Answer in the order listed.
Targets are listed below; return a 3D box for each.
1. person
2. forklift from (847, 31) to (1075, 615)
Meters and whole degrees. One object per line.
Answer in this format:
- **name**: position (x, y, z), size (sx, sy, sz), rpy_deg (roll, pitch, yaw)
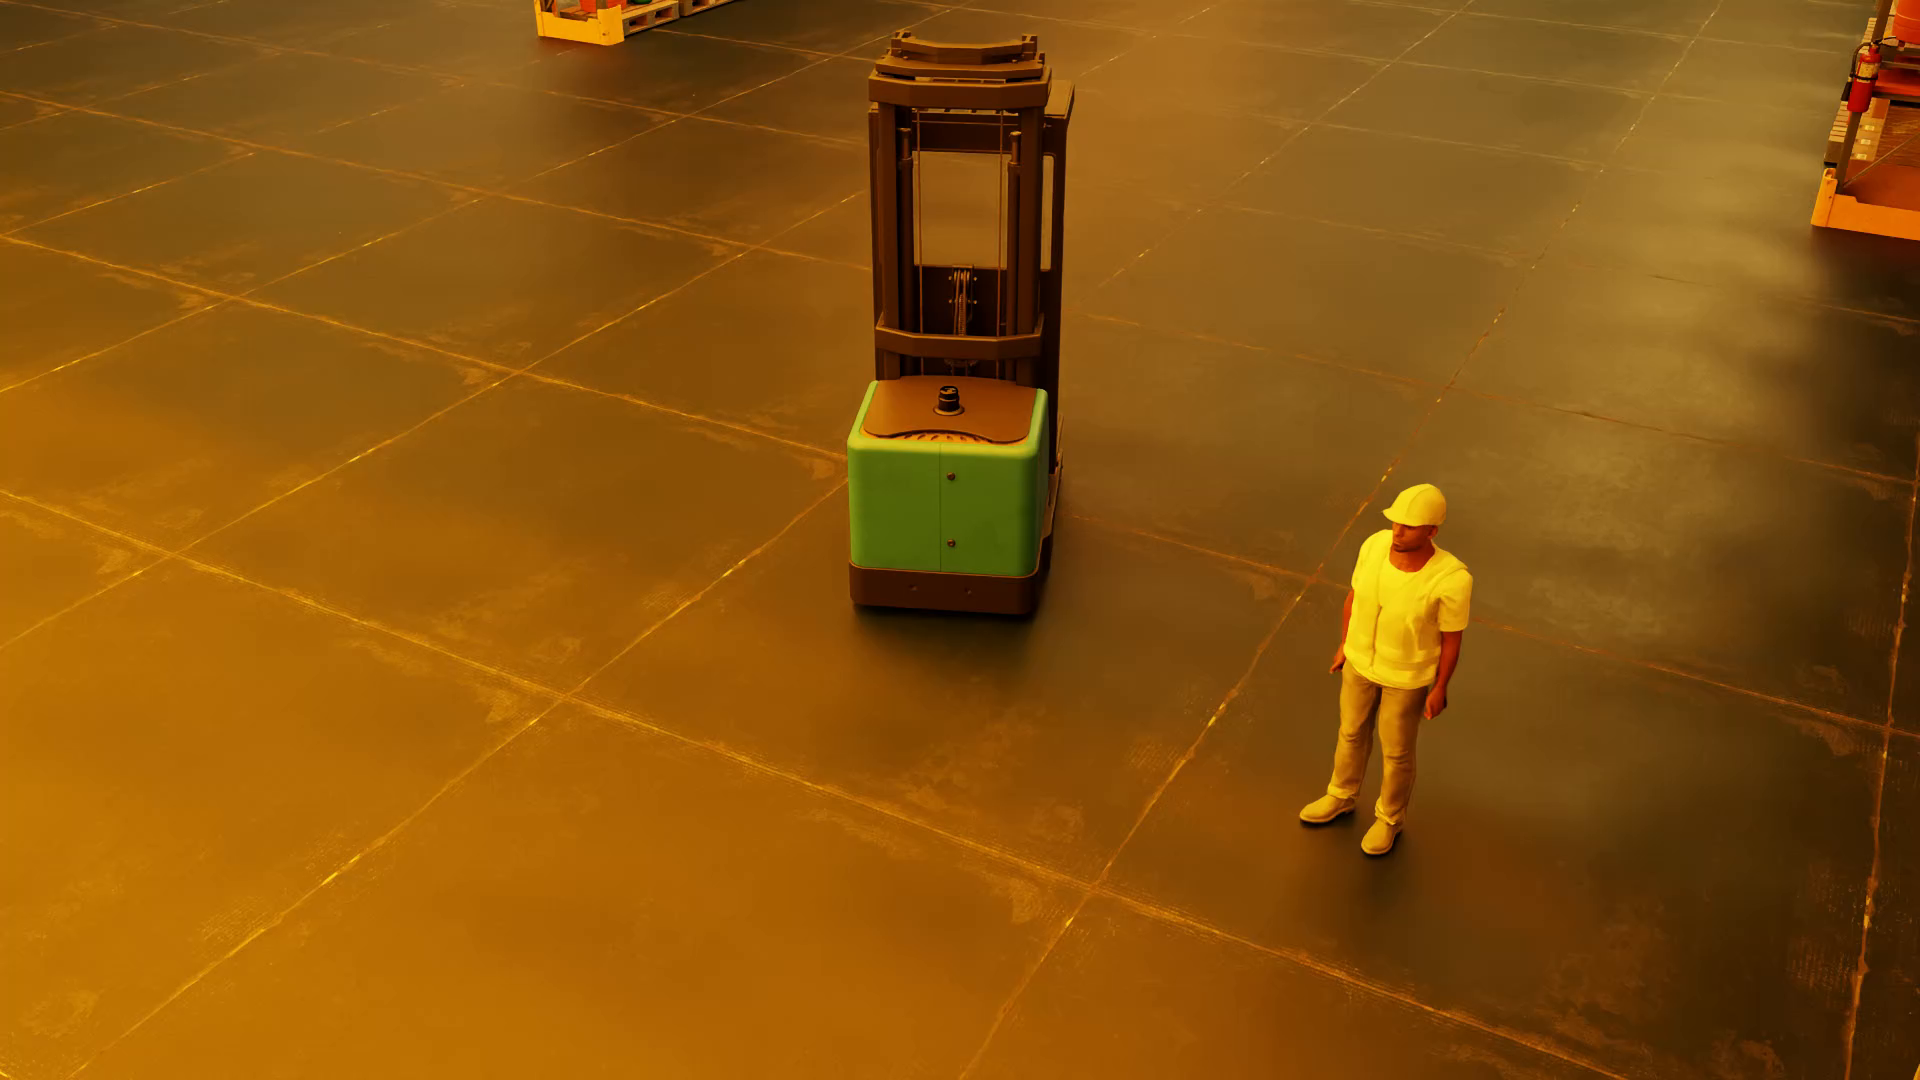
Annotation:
- **person**: position (1.873, 0.563, 7.261), size (0.389, 1.770, 0.556), rpy_deg (-26, 39, -38)
- **forklift**: position (0.072, -1.572, 9.794), size (1.130, 2.935, 3.031), rpy_deg (3, 30, 6)
